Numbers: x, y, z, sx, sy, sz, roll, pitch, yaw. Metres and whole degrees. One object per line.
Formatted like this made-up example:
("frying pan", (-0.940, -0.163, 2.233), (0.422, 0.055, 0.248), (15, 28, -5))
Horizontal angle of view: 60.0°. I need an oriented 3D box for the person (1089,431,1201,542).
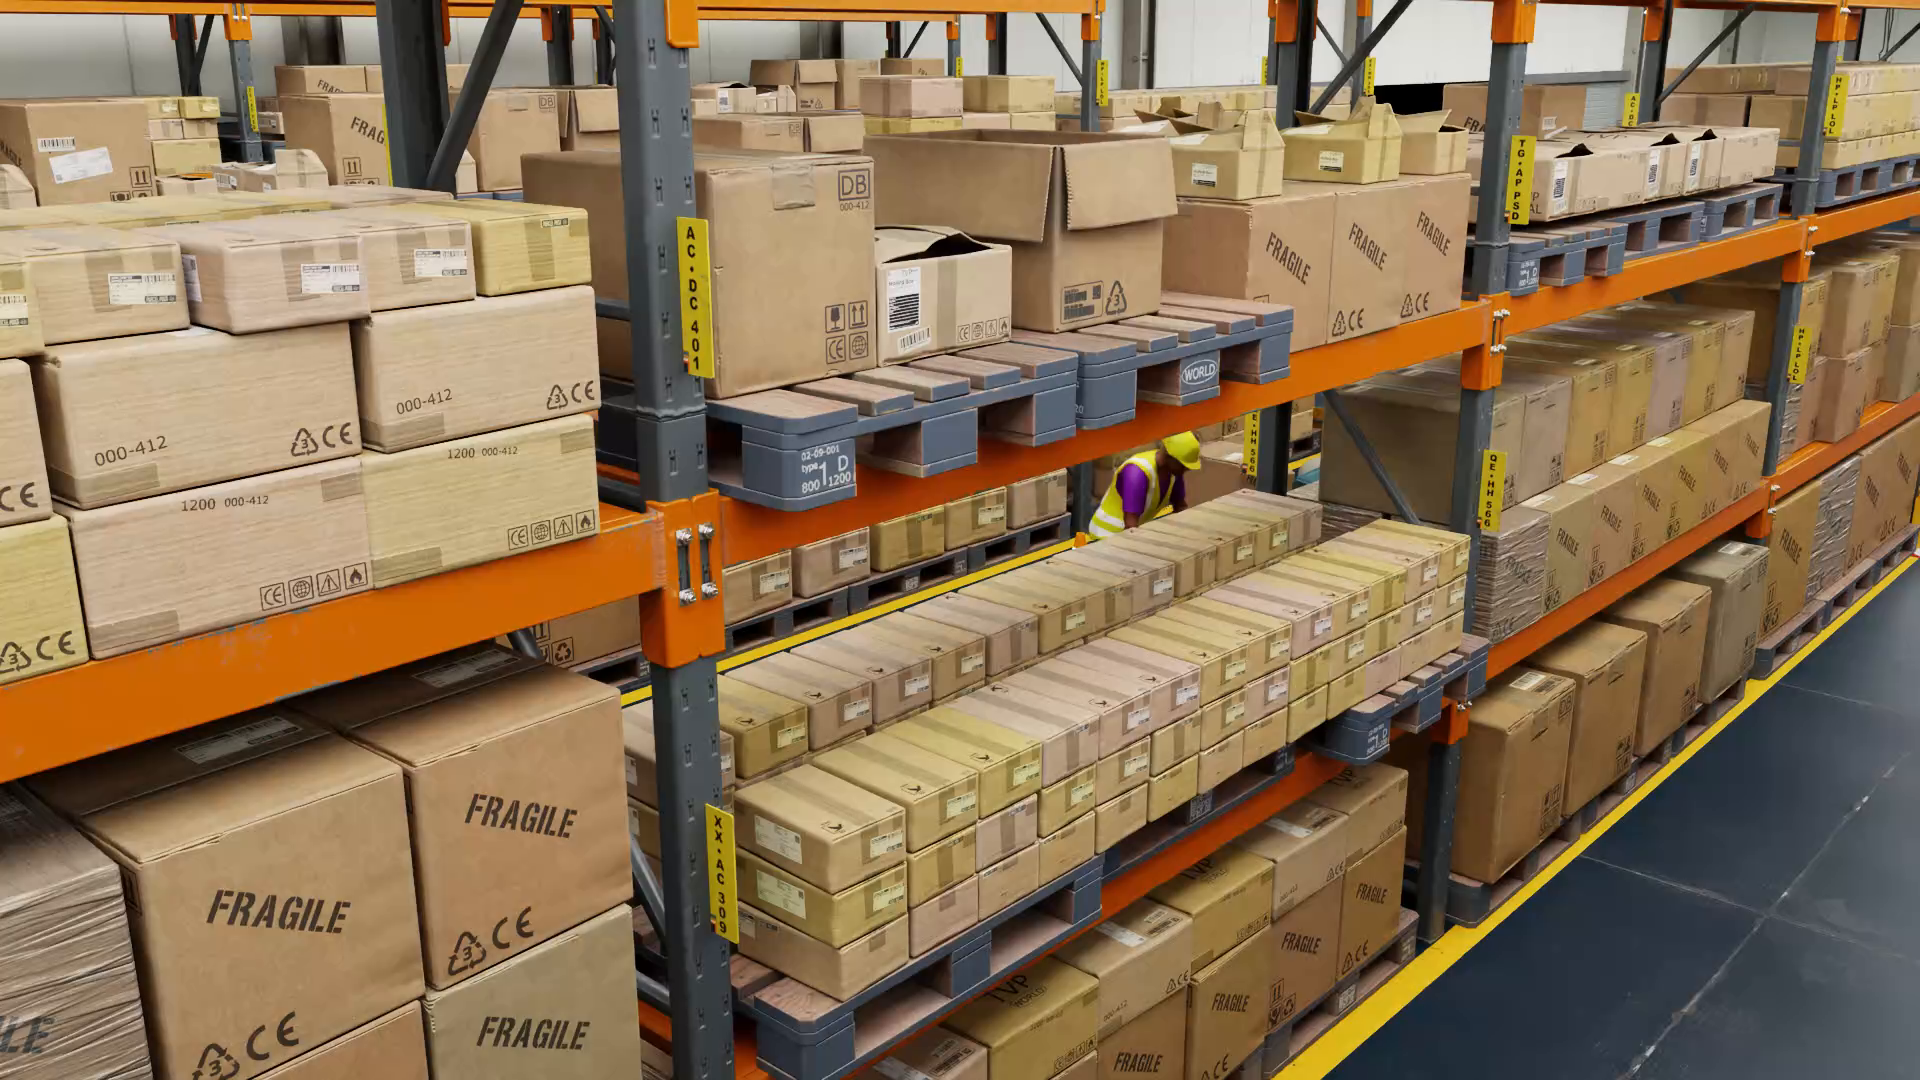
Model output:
("person", (1.175, 0.008, 10.407), (0.687, 1.517, 0.627), (15, 22, 40))
